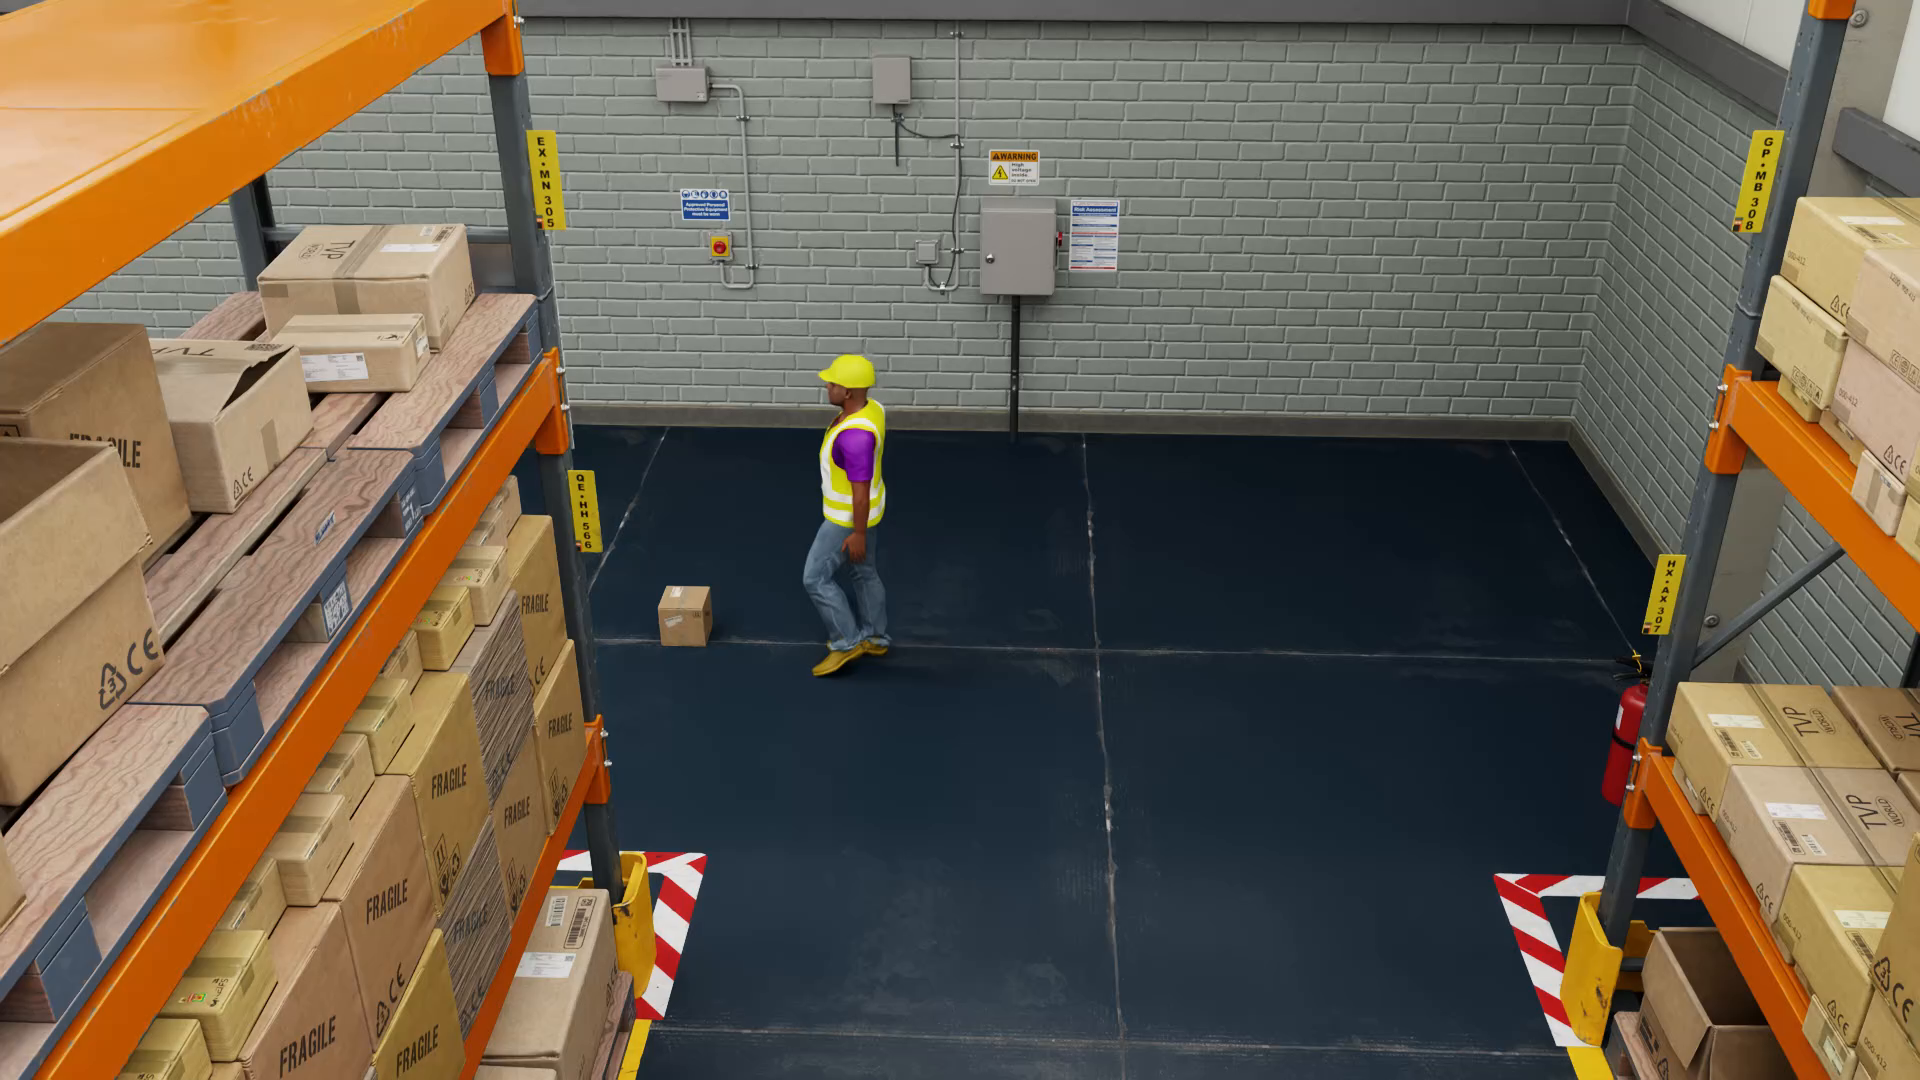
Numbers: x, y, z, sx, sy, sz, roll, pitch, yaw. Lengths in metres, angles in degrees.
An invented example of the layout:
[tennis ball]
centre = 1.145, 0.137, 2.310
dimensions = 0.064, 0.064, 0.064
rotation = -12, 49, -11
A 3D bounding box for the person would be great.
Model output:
[person]
centre = -0.604, -0.139, 8.855
dimensions = 0.445, 1.791, 0.590
rotation = 3, 28, 7
